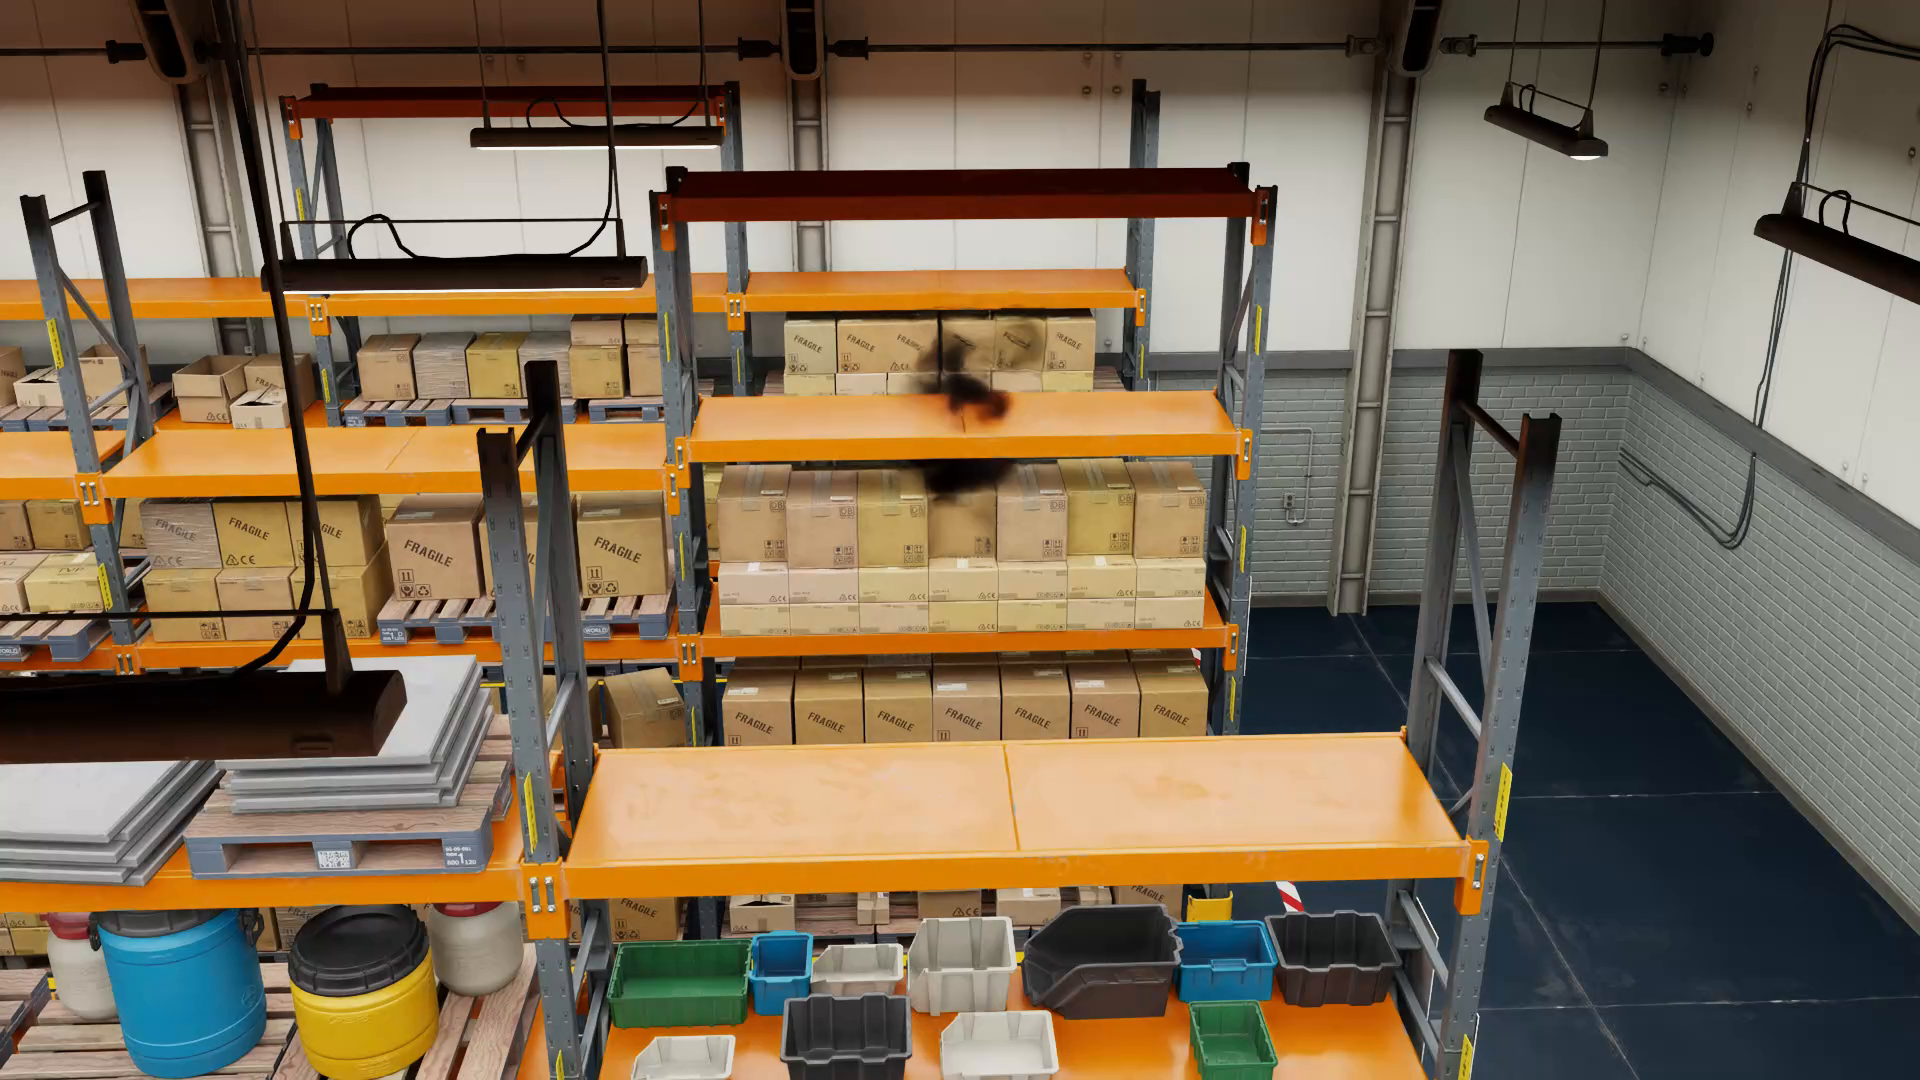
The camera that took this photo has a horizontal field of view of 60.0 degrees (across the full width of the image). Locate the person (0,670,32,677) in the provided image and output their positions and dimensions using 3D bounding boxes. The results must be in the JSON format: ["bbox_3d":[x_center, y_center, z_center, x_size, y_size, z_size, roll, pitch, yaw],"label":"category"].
[{"bbox_3d":[-8.572,1.511,15.215,0.996,1.739,0.576,-4,22,-9],"label":"person"}]
